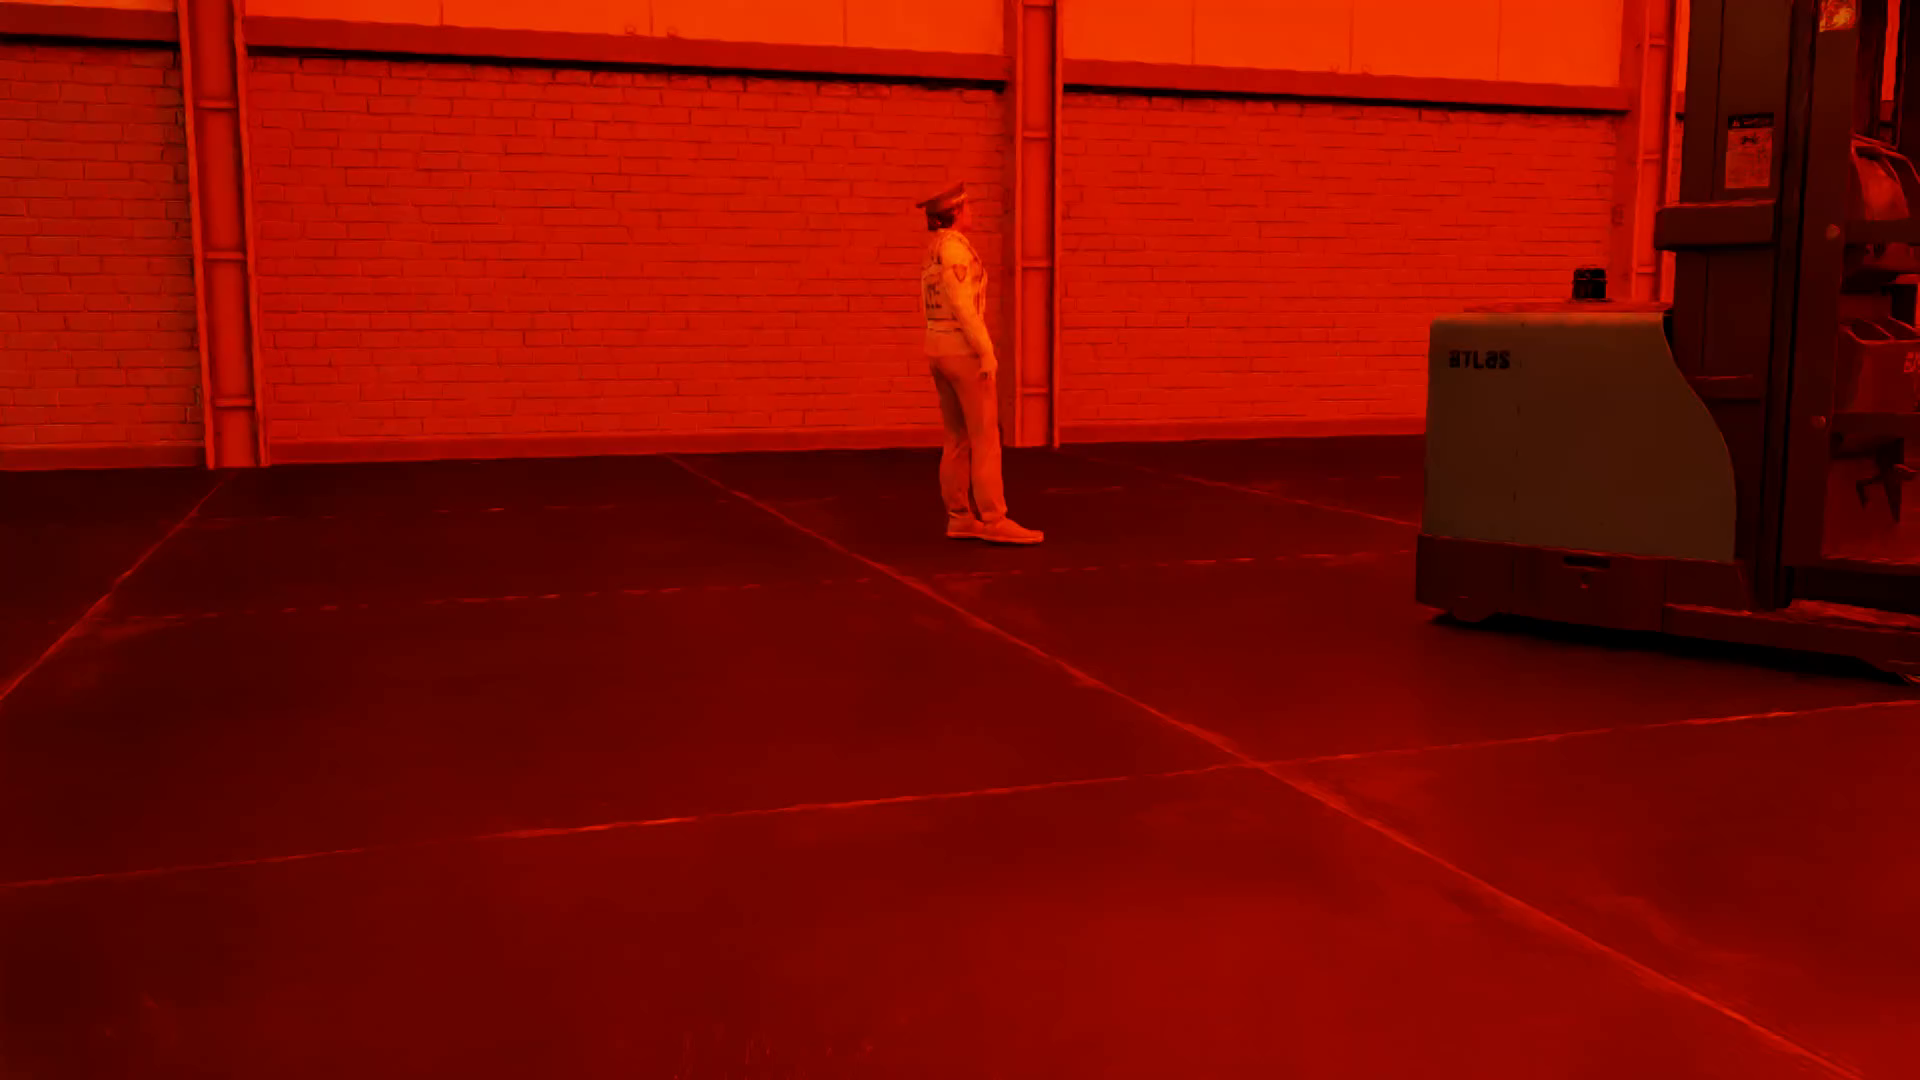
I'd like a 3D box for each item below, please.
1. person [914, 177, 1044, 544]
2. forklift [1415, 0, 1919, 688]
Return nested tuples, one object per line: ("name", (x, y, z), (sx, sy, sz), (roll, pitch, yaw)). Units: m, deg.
("person", (0.066, -0.849, 7.823), (0.532, 1.695, 0.586), (-3, 8, -18))
("forklift", (3.047, -1.088, 5.047), (3.031, 2.935, 1.130), (6, 10, 40))
